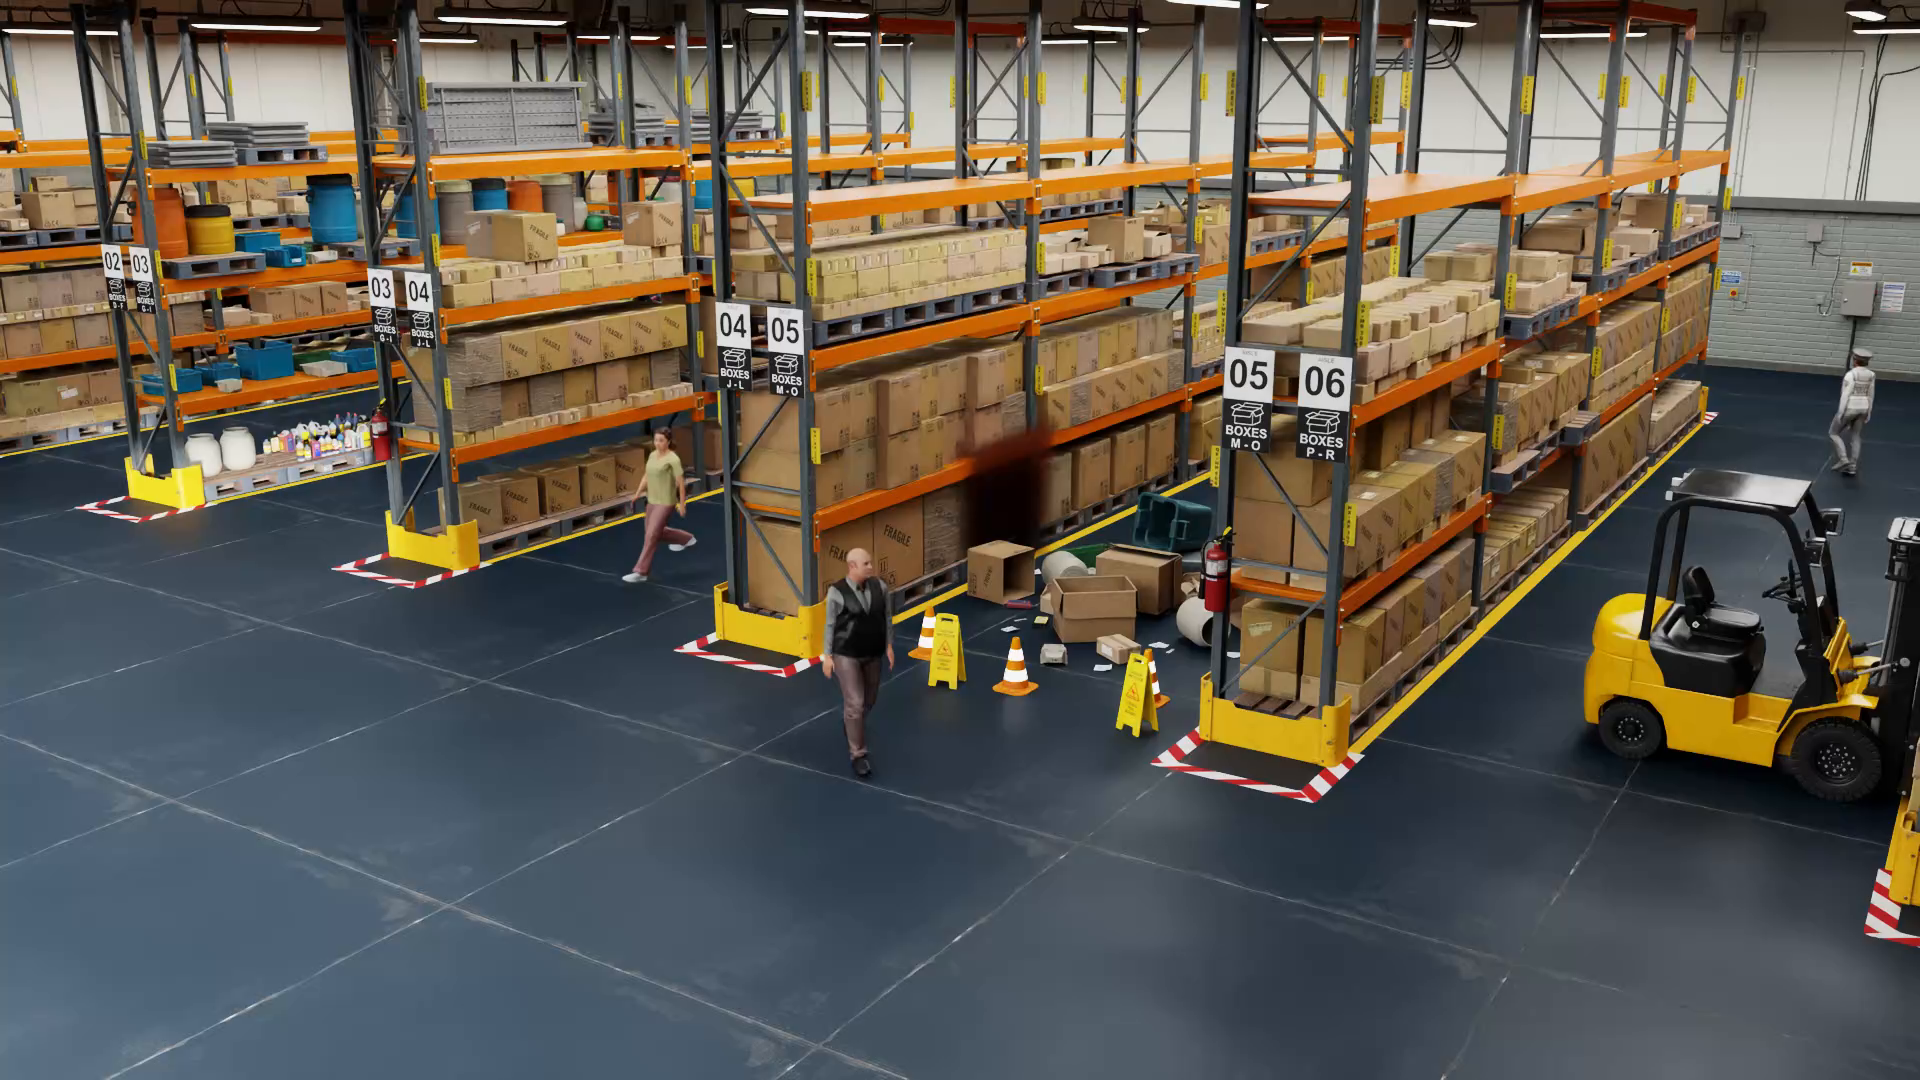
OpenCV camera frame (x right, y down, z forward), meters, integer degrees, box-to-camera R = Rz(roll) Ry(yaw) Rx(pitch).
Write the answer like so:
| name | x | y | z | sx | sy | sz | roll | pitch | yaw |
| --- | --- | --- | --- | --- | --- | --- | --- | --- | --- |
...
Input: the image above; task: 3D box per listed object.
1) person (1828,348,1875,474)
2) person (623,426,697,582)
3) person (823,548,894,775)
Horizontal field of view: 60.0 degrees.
| name | x | y | z | sx | sy | sz | roll | pitch | yaw |
| --- | --- | --- | --- | --- | --- | --- | --- | --- | --- |
| person | 11.975 | -1.715 | 22.250 | 0.523 | 1.682 | 0.429 | -3 | 16 | -11 |
| person | -3.160 | -0.392 | 17.487 | 0.522 | 1.627 | 0.958 | 13 | 20 | 40 |
| person | -0.779 | 0.879 | 12.911 | 0.573 | 1.692 | 0.873 | -9 | 18 | -29 |
